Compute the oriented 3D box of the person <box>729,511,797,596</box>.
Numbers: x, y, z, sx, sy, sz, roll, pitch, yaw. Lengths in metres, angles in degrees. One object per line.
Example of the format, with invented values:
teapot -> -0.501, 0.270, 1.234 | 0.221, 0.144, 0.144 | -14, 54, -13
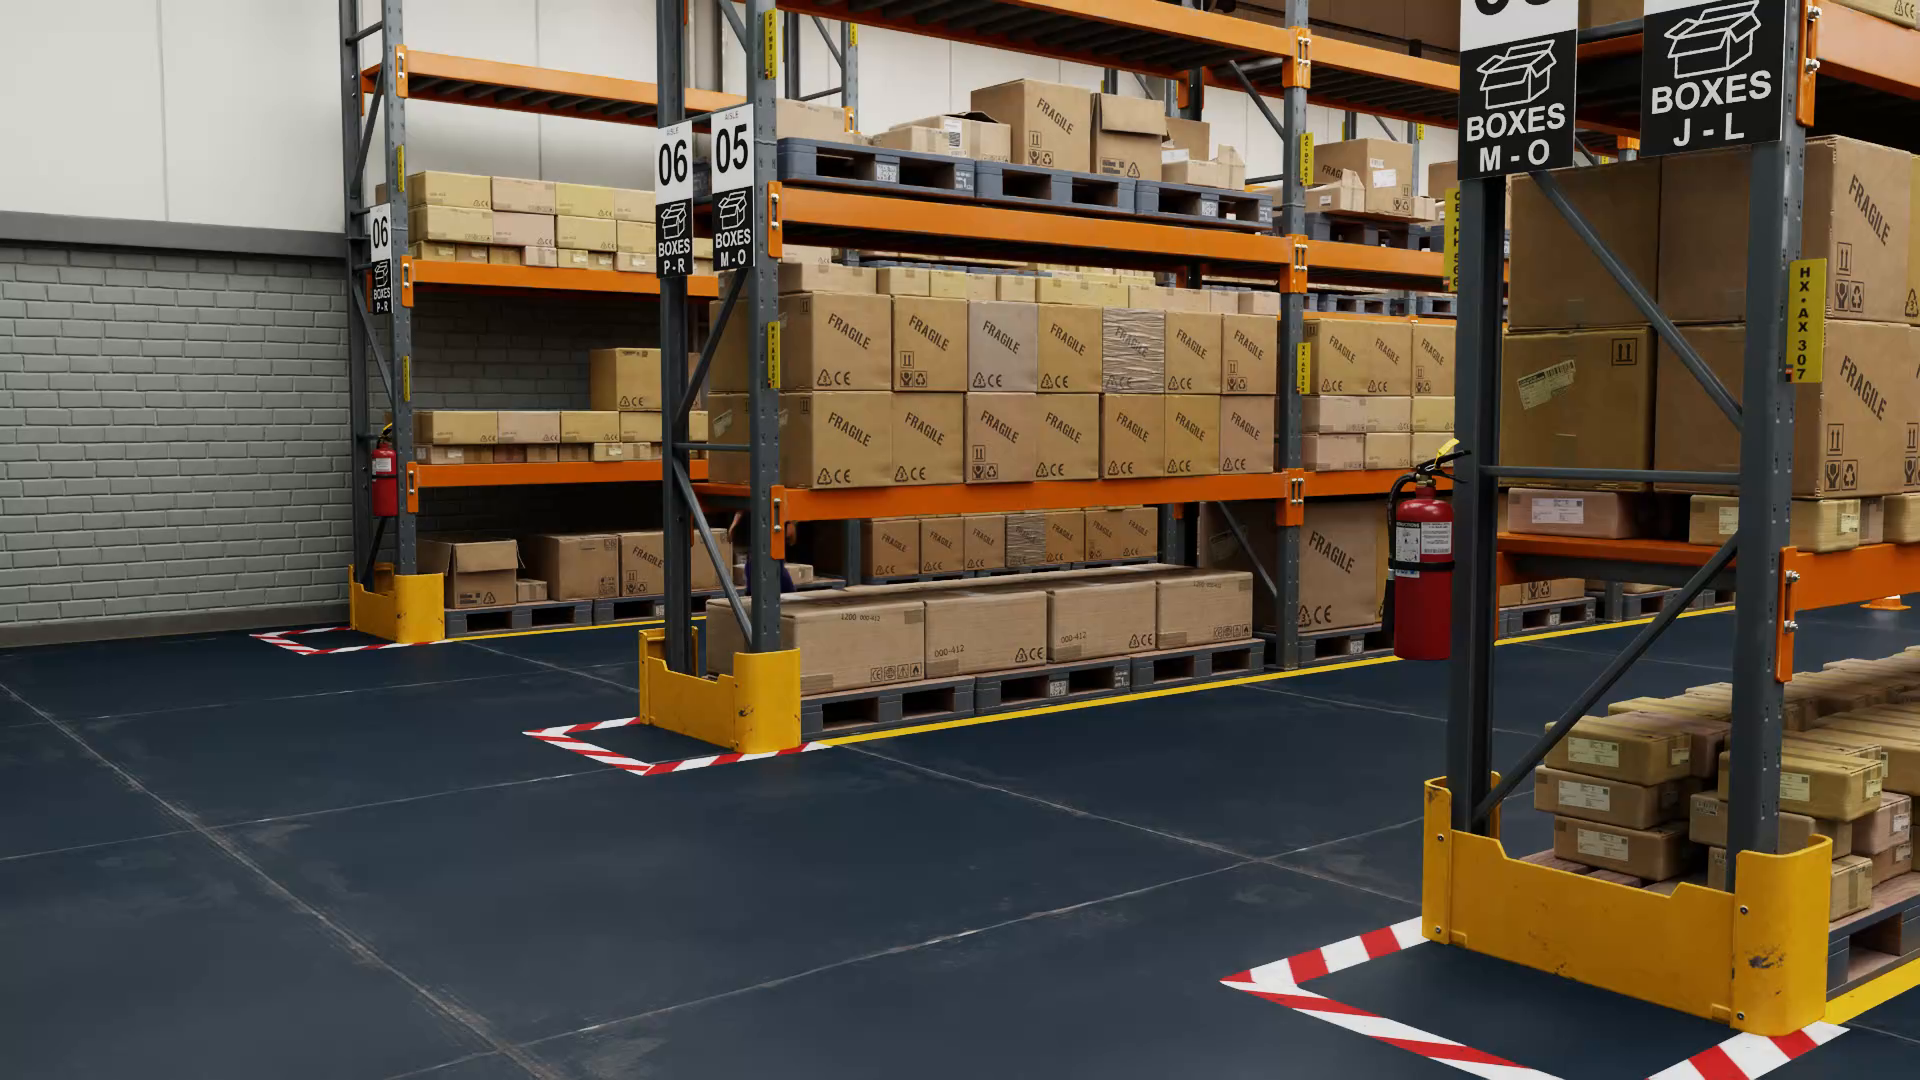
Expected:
person -> -1.473, -0.068, 12.607 | 0.709, 1.709, 0.493 | -3, 5, -35
